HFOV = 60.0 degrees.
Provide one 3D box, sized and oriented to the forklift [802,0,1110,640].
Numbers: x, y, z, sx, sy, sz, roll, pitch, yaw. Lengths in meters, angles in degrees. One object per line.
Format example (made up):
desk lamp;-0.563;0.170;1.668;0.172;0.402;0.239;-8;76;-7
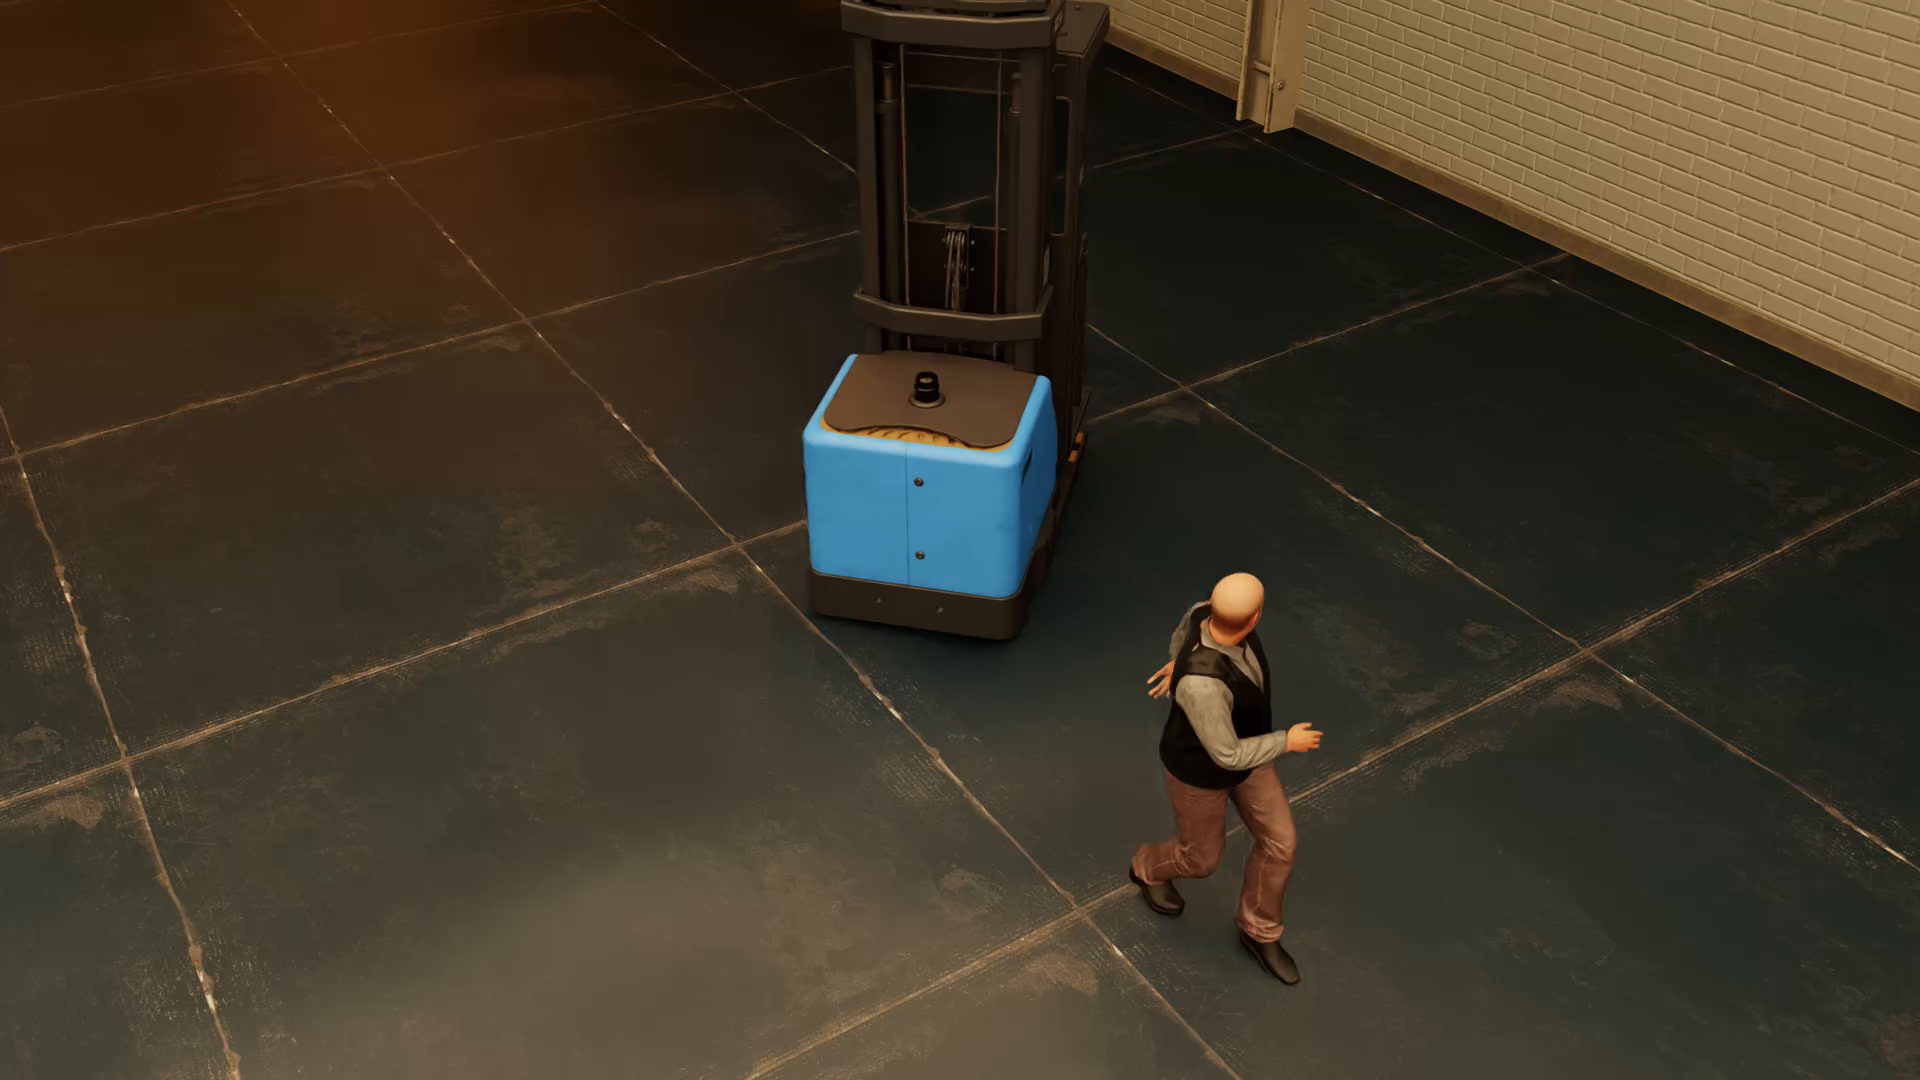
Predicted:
forklift;0.100;-1.570;8.381;1.130;2.935;3.031;8;36;11

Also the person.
person;0.967;0.820;6.123;0.938;1.668;0.556;28;44;33
